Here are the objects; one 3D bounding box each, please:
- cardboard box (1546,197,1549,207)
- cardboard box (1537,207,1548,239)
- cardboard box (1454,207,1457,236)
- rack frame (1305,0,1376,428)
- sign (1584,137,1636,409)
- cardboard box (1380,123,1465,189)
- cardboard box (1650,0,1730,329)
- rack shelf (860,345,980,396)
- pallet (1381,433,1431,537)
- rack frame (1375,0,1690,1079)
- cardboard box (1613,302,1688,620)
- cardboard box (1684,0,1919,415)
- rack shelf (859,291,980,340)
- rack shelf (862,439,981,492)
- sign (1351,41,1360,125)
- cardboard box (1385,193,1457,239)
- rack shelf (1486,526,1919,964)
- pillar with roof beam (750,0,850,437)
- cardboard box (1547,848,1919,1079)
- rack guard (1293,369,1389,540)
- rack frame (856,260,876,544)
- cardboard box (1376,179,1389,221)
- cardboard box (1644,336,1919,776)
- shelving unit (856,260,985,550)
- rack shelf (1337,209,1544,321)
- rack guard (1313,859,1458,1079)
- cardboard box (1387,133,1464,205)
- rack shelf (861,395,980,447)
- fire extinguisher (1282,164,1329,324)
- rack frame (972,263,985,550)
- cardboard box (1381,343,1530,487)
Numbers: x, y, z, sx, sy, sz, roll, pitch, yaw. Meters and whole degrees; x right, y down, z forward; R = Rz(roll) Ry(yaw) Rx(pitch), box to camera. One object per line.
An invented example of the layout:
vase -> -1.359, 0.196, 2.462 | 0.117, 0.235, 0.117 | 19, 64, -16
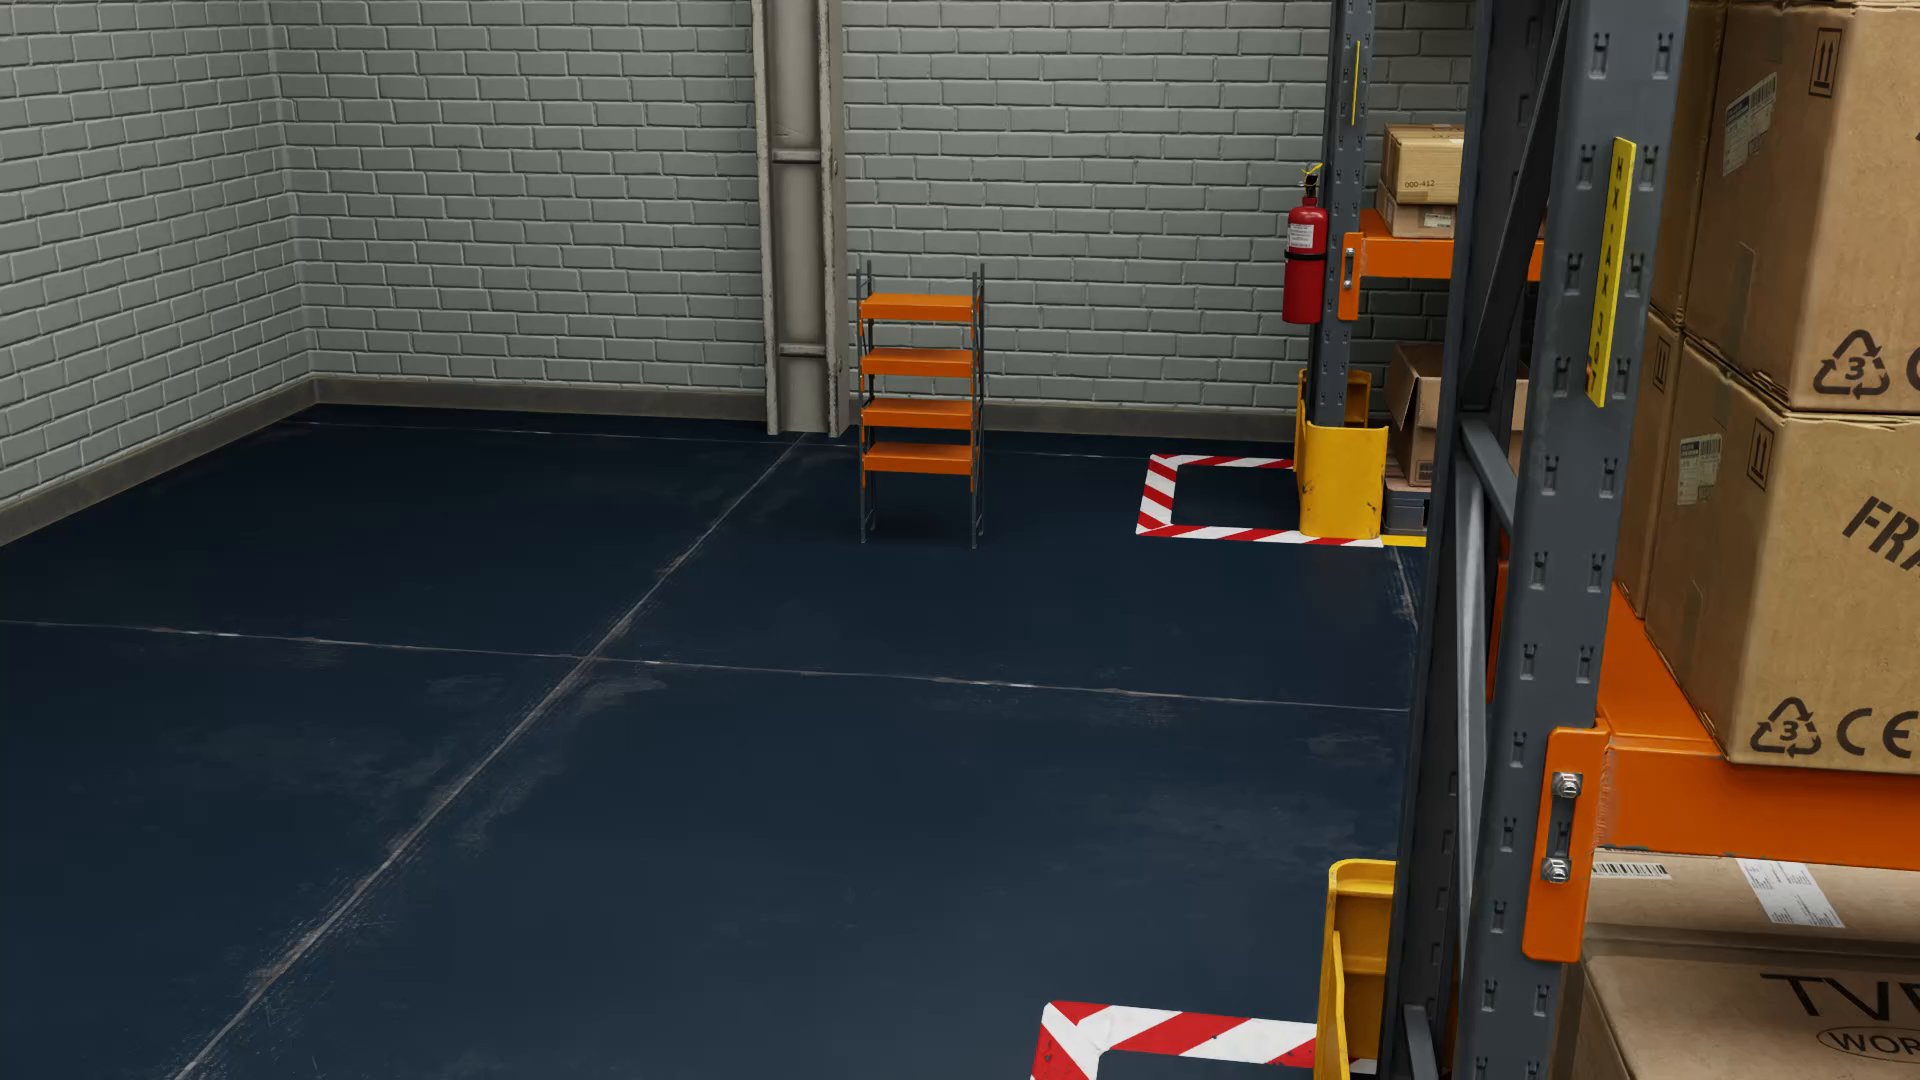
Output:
cardboard box -> 2.595, -1.553, 6.984 | 0.500, 0.250, 0.500 | 3, 19, 9
cardboard box -> 2.496, -1.393, 7.135 | 0.250, 0.149, 0.380 | 3, 19, 8
cardboard box -> 2.232, -1.395, 7.142 | 0.250, 0.149, 0.380 | 3, 19, 10
rack frame -> 1.692, -1.615, 7.404 | 0.127, 3.000, 1.000 | 3, 19, 9
sign -> 0.814, -0.335, 2.087 | 0.005, 0.325, 0.100 | 3, 19, 9
cardboard box -> 2.188, -1.745, 7.559 | 0.500, 0.250, 0.500 | 3, 19, 10
cardboard box -> 1.422, -0.632, 2.731 | 0.500, 0.500, 0.500 | 4, 19, 10
rack shelf -> -0.163, -0.726, 7.088 | 0.480, 0.148, 0.258 | 3, 19, 9
pallet -> 2.554, -0.249, 7.716 | 1.213, 0.211, 1.003 | 3, 19, 9
rack frame -> 0.908, -0.060, 2.755 | 0.127, 3.000, 1.000 | 3, 19, 9
cardboard box -> 1.427, -0.166, 2.915 | 0.500, 0.500, 0.500 | 3, 19, 9
cardboard box -> 1.337, -0.468, 2.242 | 0.500, 0.500, 0.500 | 3, 19, 7
rack shelf -> -0.163, -0.950, 7.013 | 0.480, 0.148, 0.258 | 3, 19, 9
rack shelf -> -0.163, -0.325, 7.222 | 0.480, 0.148, 0.258 | 3, 19, 9
sign -> 1.606, -1.856, 6.758 | 0.005, 0.325, 0.100 | 3, 19, 9
cardboard box -> 1.973, -1.394, 7.137 | 0.250, 0.149, 0.380 | 3, 19, 8
rack shelf -> 2.883, 0.382, 2.569 | 4.000, 0.370, 1.077 | 3, 19, 9
pillar with roof beam -> -1.510, -3.530, 3.670 | 0.400, 9.000, 9.100 | 3, 19, 9
cardboard box -> 1.576, 0.958, 3.090 | 0.875, 0.438, 0.875 | 2, 19, 7
rack guard -> 1.767, -0.426, 7.789 | 0.348, 0.500, 1.175 | 3, 19, 9
rack frame -> -0.404, -0.590, 7.174 | 0.015, 1.200, 0.240 | 3, 19, 9
cardboard box -> 2.062, -1.564, 7.645 | 0.250, 0.149, 0.380 | 3, 19, 8
cardboard box -> 1.337, 0.007, 2.399 | 0.500, 0.500, 0.500 | 3, 19, 8
shelving unit -> -0.163, -0.577, 7.138 | 0.503, 1.200, 0.258 | 3, 19, 9
rack shelf -> 3.667, -1.174, 7.217 | 4.000, 0.370, 1.077 | 3, 19, 9
rack guard -> 0.885, 1.124, 3.156 | 0.348, 0.500, 1.175 | 3, 19, 9
cardboard box -> 2.097, -1.578, 7.060 | 0.500, 0.250, 0.500 | 3, 19, 9
rack shelf -> -0.163, -0.514, 7.159 | 0.480, 0.148, 0.258 | 3, 19, 9
fire extinguisher -> 1.473, -1.264, 7.064 | 0.183, 0.674, 0.296 | 3, 19, 9
rack frame -> 0.077, -0.565, 7.101 | 0.015, 1.200, 0.240 | 3, 19, 9
cardboard box -> 2.281, -0.570, 7.552 | 0.637, 0.503, 0.797 | 2, 19, 6
